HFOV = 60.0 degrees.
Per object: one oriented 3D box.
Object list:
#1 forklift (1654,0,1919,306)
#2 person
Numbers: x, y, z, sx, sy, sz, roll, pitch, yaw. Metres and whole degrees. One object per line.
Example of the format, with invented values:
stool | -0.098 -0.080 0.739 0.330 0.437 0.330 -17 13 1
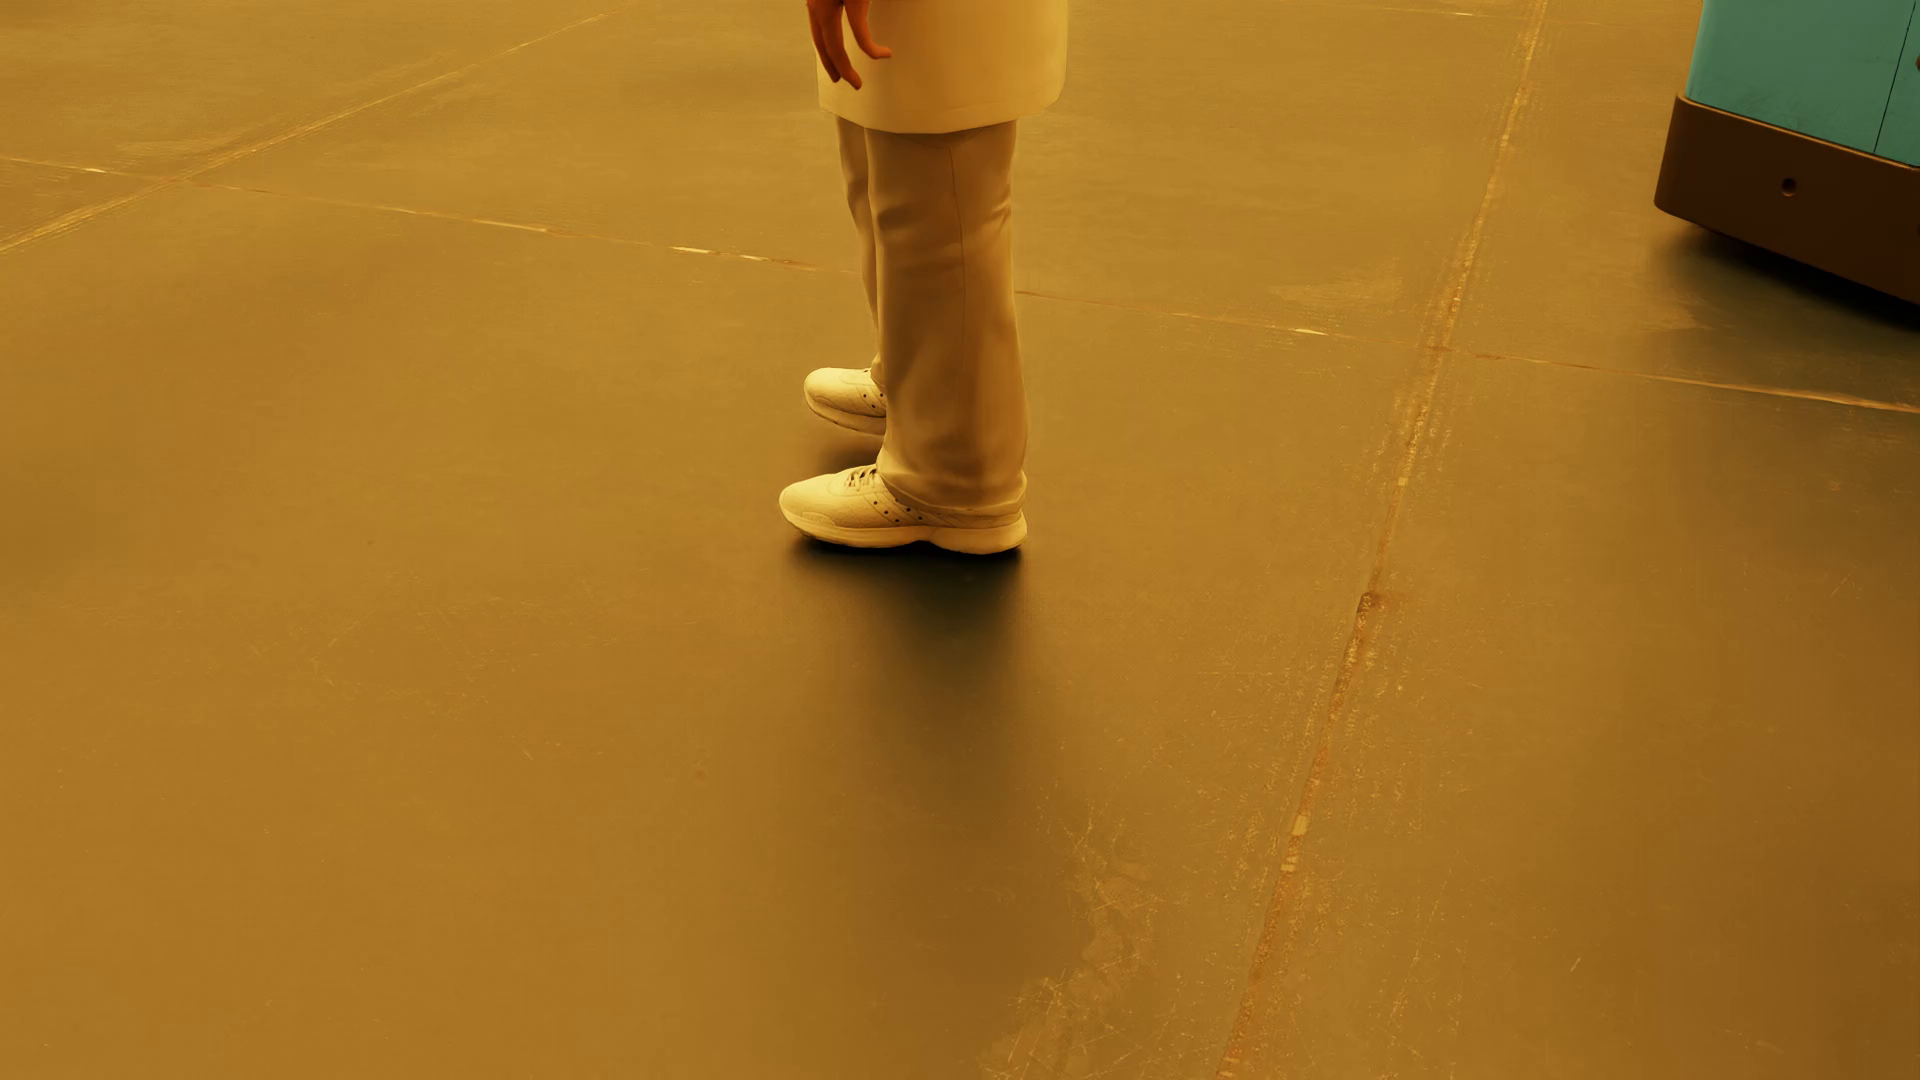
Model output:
forklift | 3.075 -2.070 3.180 3.031 2.935 1.130 -14 32 -23
person | -0.083 -0.798 2.089 0.582 1.775 0.694 10 31 18
